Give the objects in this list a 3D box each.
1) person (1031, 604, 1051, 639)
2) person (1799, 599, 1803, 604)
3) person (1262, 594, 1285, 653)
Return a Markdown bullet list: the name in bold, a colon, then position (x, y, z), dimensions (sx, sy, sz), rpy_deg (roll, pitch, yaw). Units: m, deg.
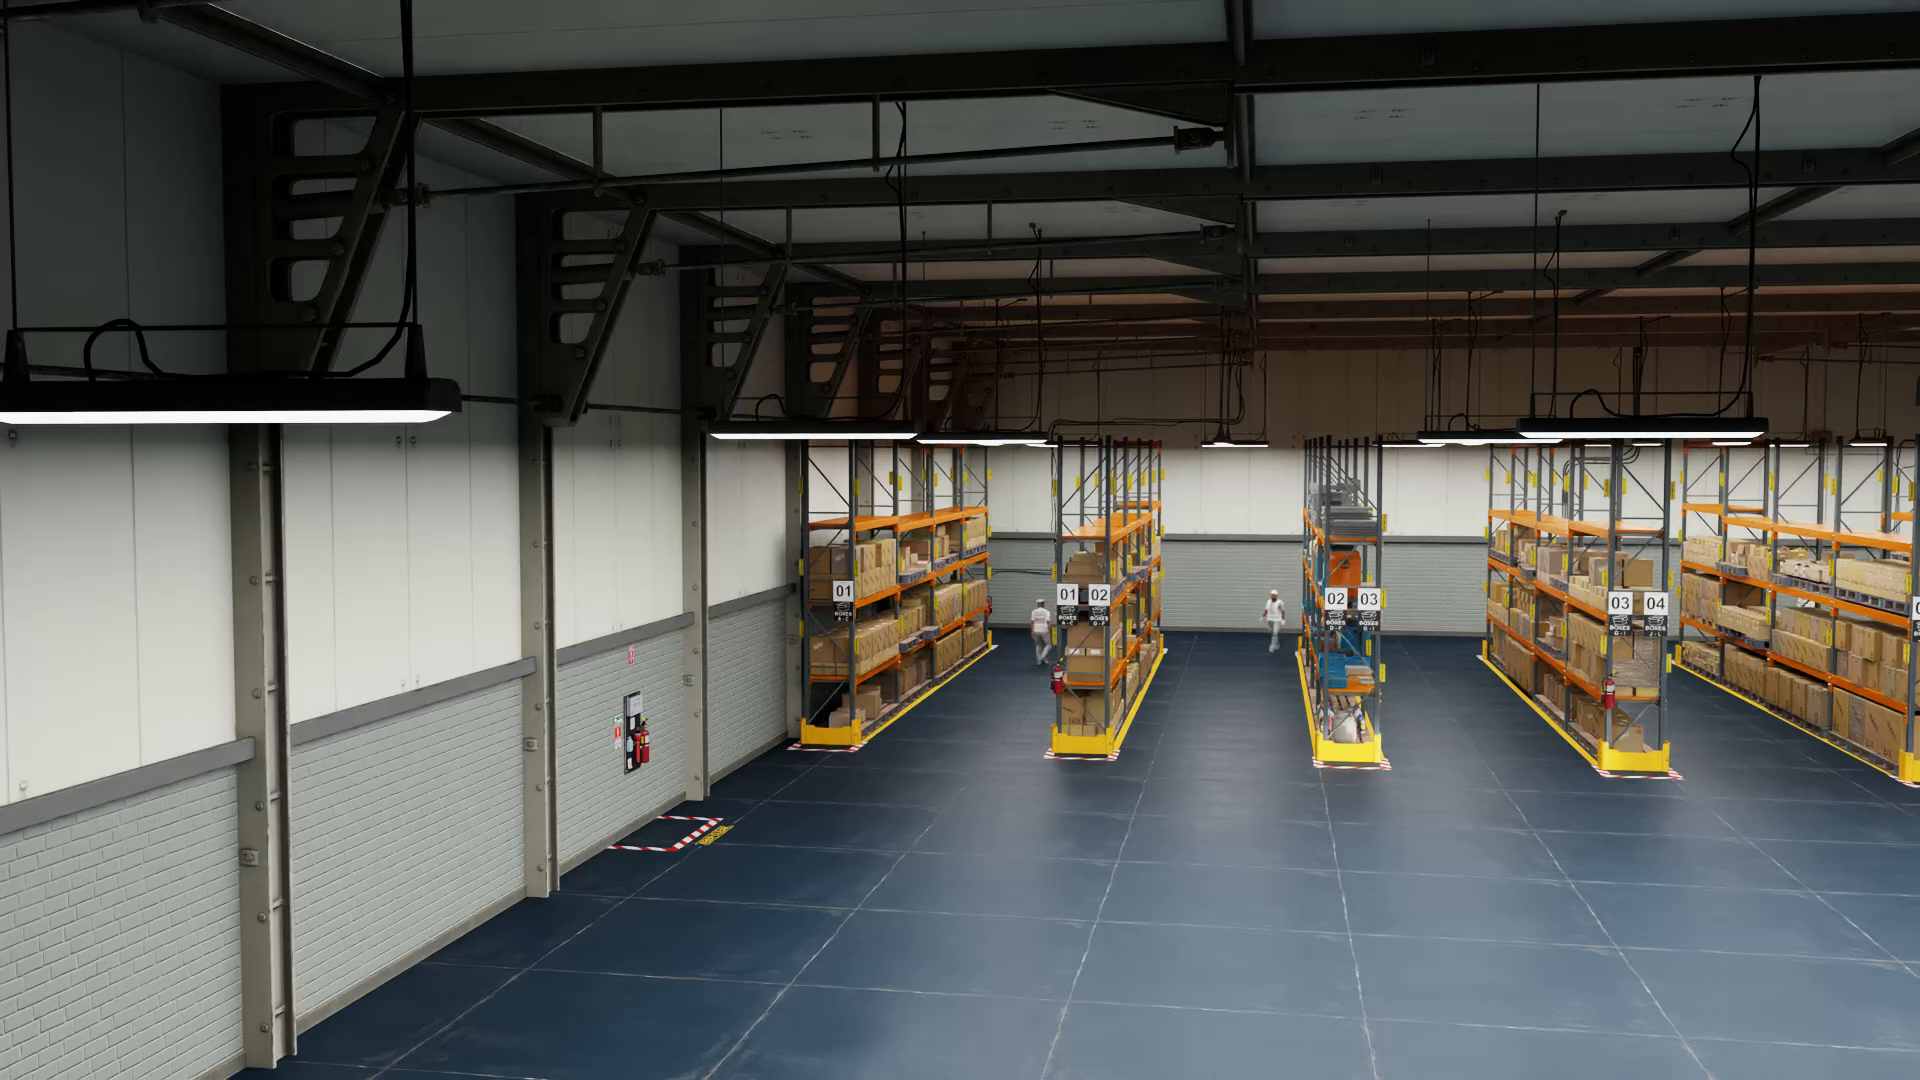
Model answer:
- **person**: position (2.174, 2.127, 44.321), dimensions (0.561, 1.039, 0.253), rpy_deg (1, 3, 21)
- **person**: position (24.148, 1.778, 47.722), dimensions (0.089, 0.142, 0.078), rpy_deg (-1, 3, -23)
- **person**: position (8.846, 2.294, 47.095), dimensions (0.628, 1.684, 1.006), rpy_deg (2, 4, 38)
